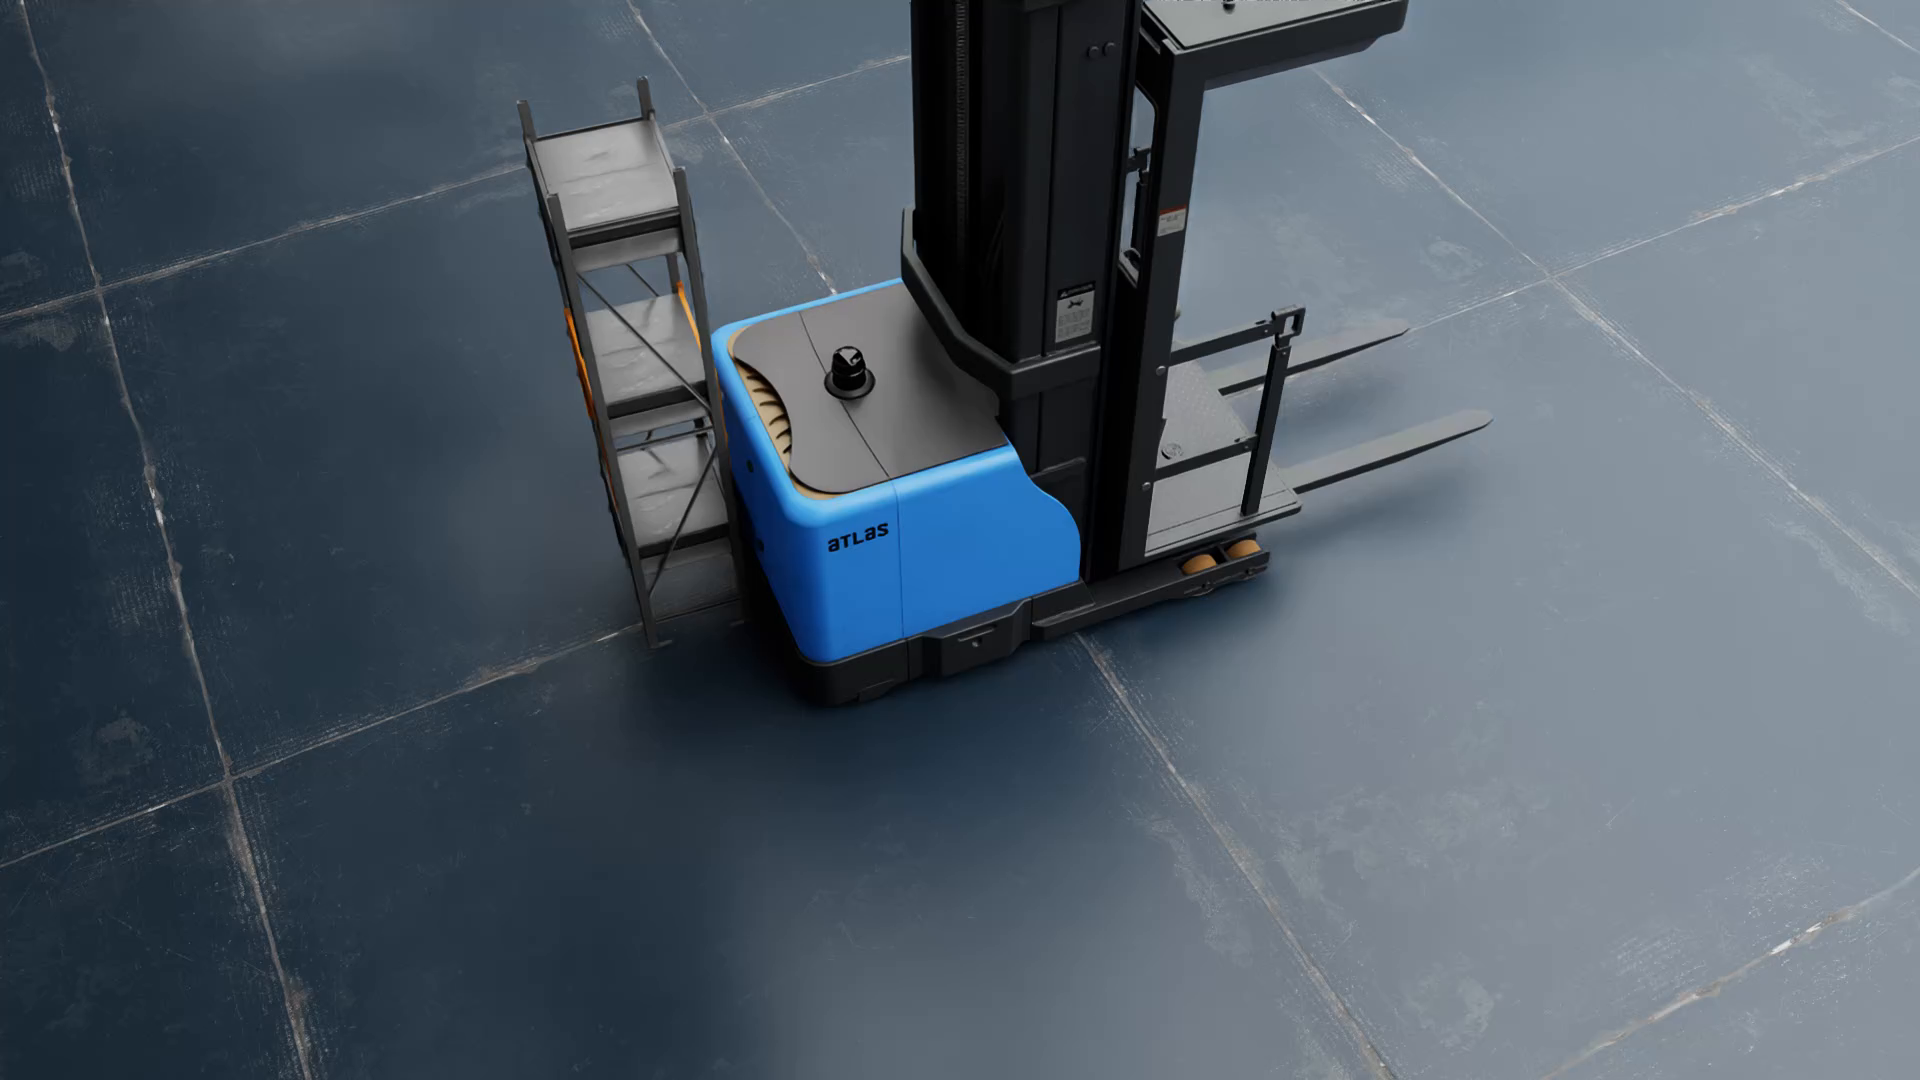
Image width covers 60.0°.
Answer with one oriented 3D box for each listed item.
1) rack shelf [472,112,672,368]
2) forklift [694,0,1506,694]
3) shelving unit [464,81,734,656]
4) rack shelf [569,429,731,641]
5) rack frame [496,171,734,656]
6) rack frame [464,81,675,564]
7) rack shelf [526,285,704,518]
[{"bbox_3d":[-1.193,-0.927,5.137,0.431,0.518,0.480,-18,51,-12],"label":"rack shelf"},{"bbox_3d":[0.611,-1.015,5.583,3.031,2.935,1.130,-11,50,-10],"label":"forklift"},{"bbox_3d":[-1.173,-0.481,5.659,0.431,2.100,0.503,-18,51,-12],"label":"shelving unit"},{"bbox_3d":[-1.151,-0.017,6.201,0.431,0.518,0.480,-18,51,-12],"label":"rack shelf"},{"bbox_3d":[-1.083,-0.310,5.509,0.400,2.100,0.015,-18,51,-12],"label":"rack frame"},{"bbox_3d":[-1.262,-0.652,5.808,0.400,2.100,0.015,-18,51,-12],"label":"rack frame"},{"bbox_3d":[-1.172,-0.472,5.669,0.431,0.518,0.480,-18,51,-12],"label":"rack shelf"}]
